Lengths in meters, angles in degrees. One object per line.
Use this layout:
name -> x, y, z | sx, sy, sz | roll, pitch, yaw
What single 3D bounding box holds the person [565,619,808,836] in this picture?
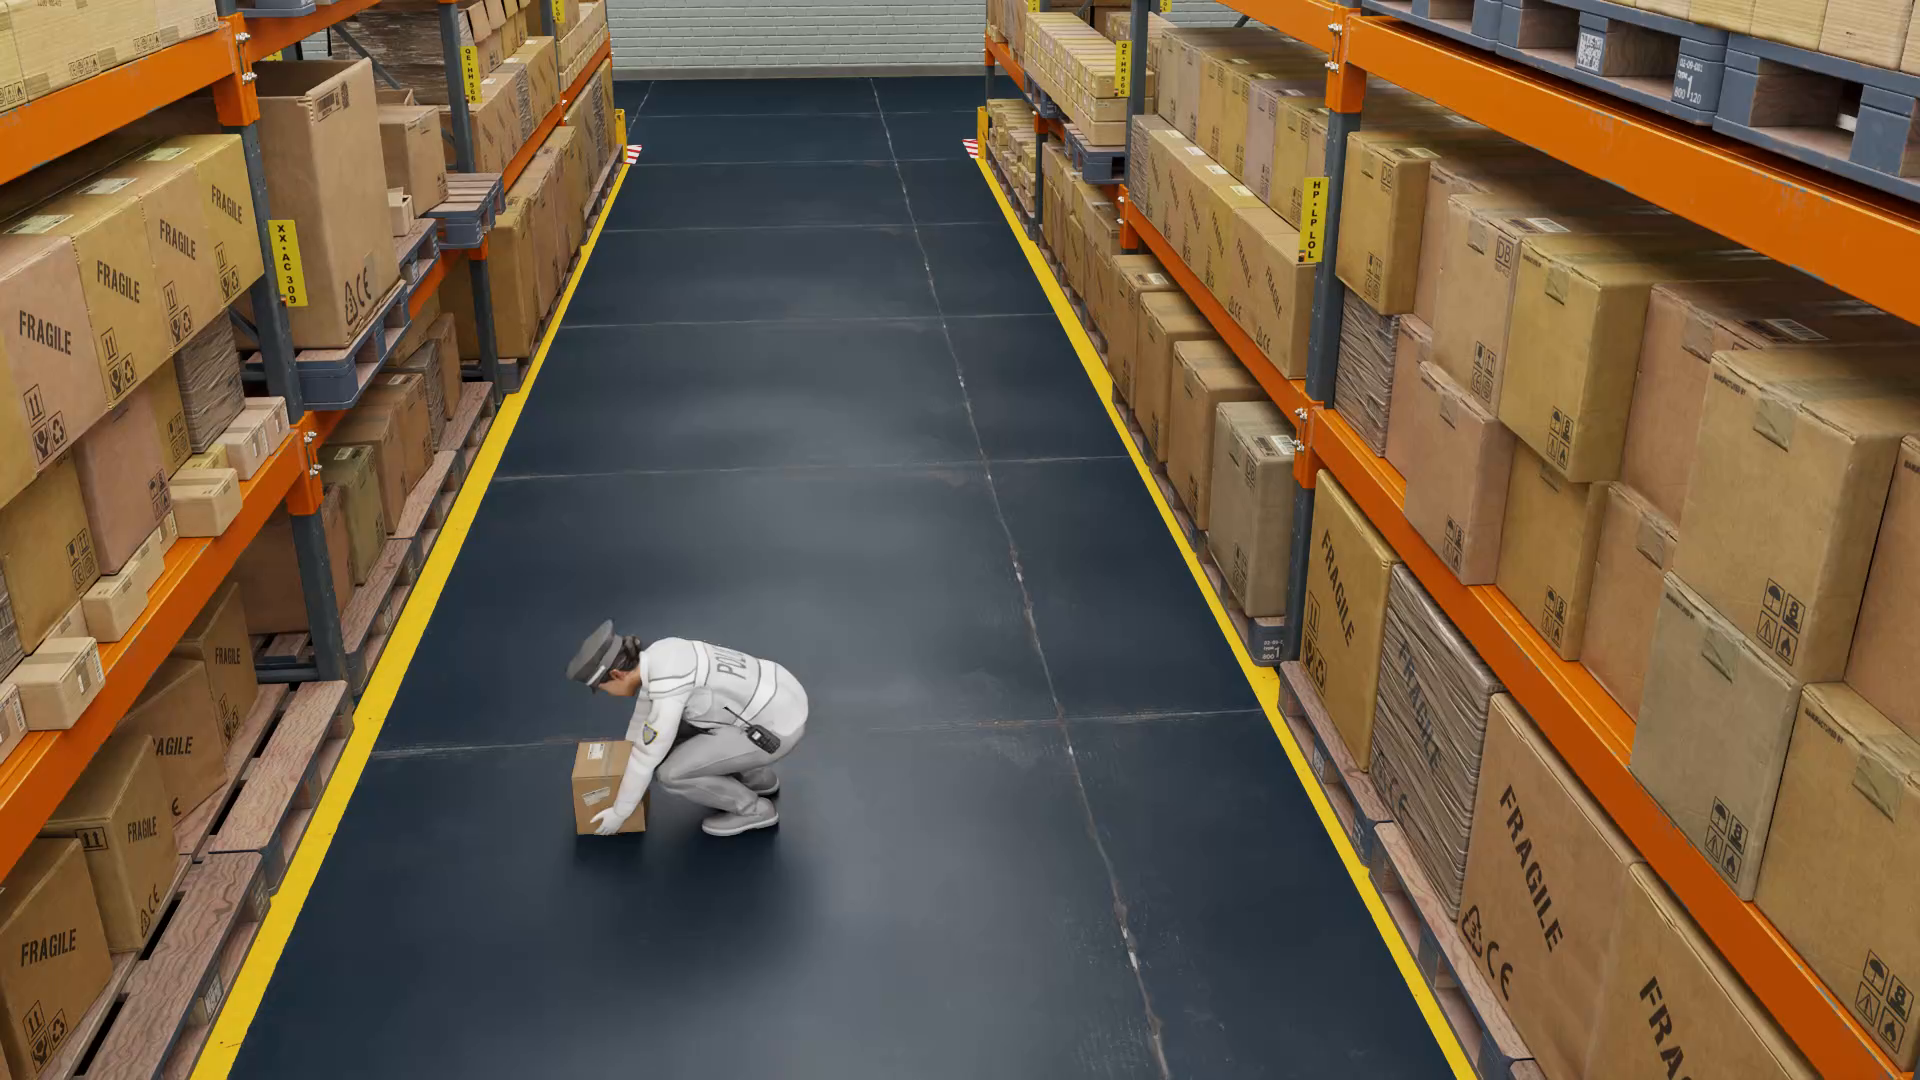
person -> -0.994, 0.666, 6.155 | 0.863, 0.850, 0.477 | -2, 24, -5
